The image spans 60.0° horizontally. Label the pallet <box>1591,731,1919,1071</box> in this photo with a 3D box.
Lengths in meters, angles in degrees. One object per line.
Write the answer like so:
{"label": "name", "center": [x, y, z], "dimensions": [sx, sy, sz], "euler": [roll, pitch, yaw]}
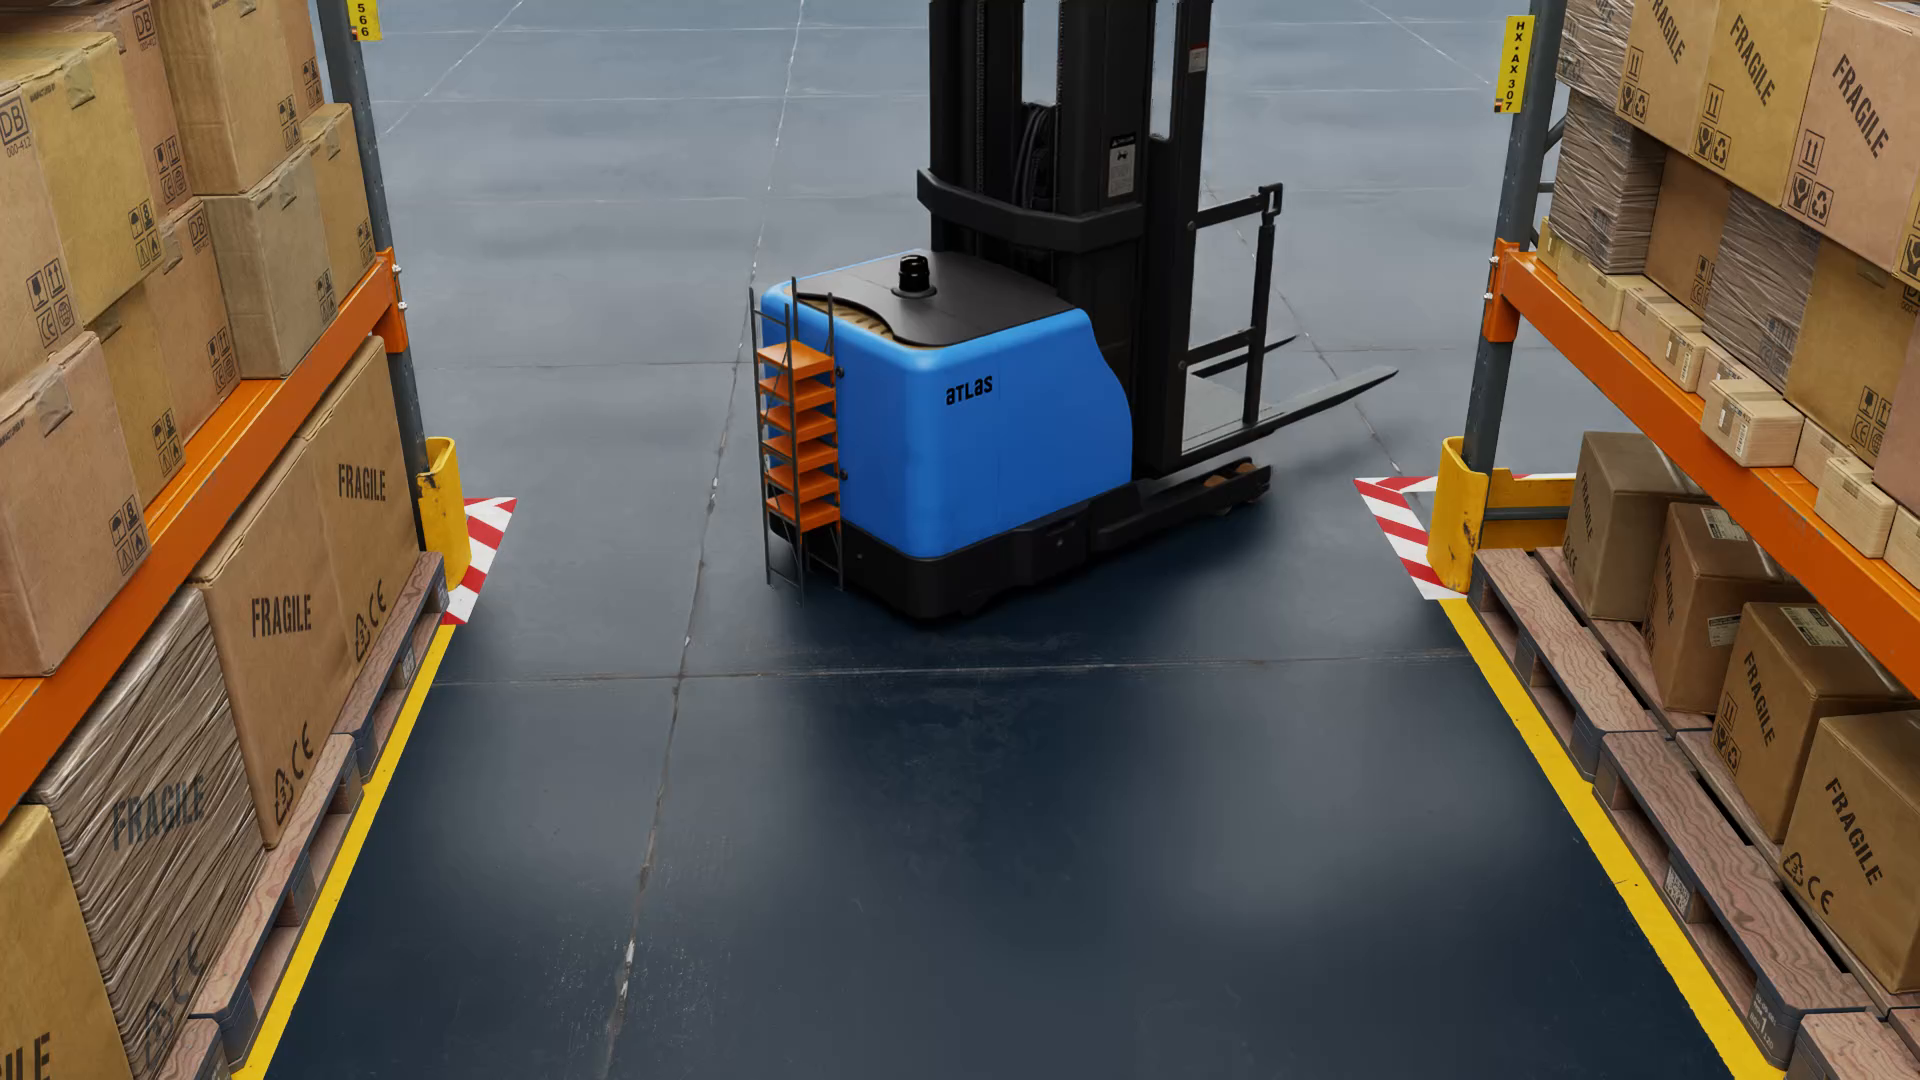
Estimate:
{"label": "pallet", "center": [2.512, 0.954, 4.692], "dimensions": [1.003, 0.211, 1.213], "euler": [-1, 28, -3]}

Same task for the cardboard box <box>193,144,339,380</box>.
{"label": "cardboard box", "center": [-2.403, -0.825, 4.926], "dimensions": [0.875, 0.550, 0.550], "euler": [-1, 28, -3]}

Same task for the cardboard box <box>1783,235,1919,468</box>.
{"label": "cardboard box", "center": [2.585, -0.486, 4.007], "dimensions": [0.875, 0.500, 0.500], "euler": [-1, 28, -3]}

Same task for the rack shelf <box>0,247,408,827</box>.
{"label": "rack shelf", "center": [-2.414, 0.061, 4.168], "dimensions": [1.077, 0.370, 4.000], "euler": [-1, 28, -3]}

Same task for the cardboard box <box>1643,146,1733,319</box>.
{"label": "cardboard box", "center": [2.587, -0.949, 4.895], "dimensions": [0.875, 0.500, 0.500], "euler": [-1, 28, -3]}

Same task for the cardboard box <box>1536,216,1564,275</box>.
{"label": "cardboard box", "center": [2.217, -1.006, 5.707], "dimensions": [0.380, 0.149, 0.250], "euler": [-1, 28, -3]}

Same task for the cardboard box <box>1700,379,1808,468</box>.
{"label": "cardboard box", "center": [2.198, -0.311, 4.375], "dimensions": [0.380, 0.149, 0.250], "euler": [-1, 28, -3]}

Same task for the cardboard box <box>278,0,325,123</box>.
{"label": "cardboard box", "center": [-2.538, -1.555, 5.158], "dimensions": [0.875, 0.550, 0.550], "euler": [-1, 28, -3]}

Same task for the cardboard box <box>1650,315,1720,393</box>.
{"label": "cardboard box", "center": [2.249, -0.544, 4.821], "dimensions": [0.380, 0.149, 0.250], "euler": [-1, 28, -3]}

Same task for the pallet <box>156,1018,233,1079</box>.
{"label": "pallet", "center": [-2.271, 1.549, 3.553], "dimensions": [1.003, 0.211, 1.213], "euler": [-1, 28, -3]}

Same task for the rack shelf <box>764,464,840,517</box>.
{"label": "rack shelf", "center": [-0.595, -0.200, 6.191], "dimensions": [0.180, 0.103, 0.258], "euler": [-21, 34, -35]}

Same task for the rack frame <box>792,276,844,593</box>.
{"label": "rack frame", "center": [-0.525, -0.373, 6.167], "dimensions": [0.006, 1.200, 0.240], "euler": [-21, 34, -35]}

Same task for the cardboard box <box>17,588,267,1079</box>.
{"label": "cardboard box", "center": [-2.323, 0.713, 3.983], "dimensions": [0.875, 0.875, 0.875], "euler": [-1, 28, -2]}

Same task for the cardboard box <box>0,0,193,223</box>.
{"label": "cardboard box", "center": [-2.523, -1.041, 4.173], "dimensions": [0.875, 0.550, 0.550], "euler": [-1, 28, -3]}

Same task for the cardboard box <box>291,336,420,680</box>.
{"label": "cardboard box", "center": [-2.417, -0.115, 5.569], "dimensions": [0.875, 0.875, 0.875], "euler": [-1, 28, -2]}

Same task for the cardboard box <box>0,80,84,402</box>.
{"label": "cardboard box", "center": [-2.330, -0.555, 3.241], "dimensions": [0.875, 0.550, 0.550], "euler": [-1, 28, -3]}

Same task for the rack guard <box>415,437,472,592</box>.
{"label": "rack guard", "center": [-2.520, -0.085, 6.372], "dimensions": [1.175, 0.500, 0.348], "euler": [-1, 28, -3]}

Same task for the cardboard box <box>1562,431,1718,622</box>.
{"label": "cardboard box", "center": [2.456, -0.044, 5.840], "dimensions": [0.500, 0.500, 0.500], "euler": [4, 28, 7]}

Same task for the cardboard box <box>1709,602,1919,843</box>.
{"label": "cardboard box", "center": [2.535, 0.521, 4.757], "dimensions": [0.500, 0.500, 0.500], "euler": [1, 28, 2]}

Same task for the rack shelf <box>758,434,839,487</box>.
{"label": "rack shelf", "center": [-0.595, -0.306, 6.135], "dimensions": [0.180, 0.103, 0.258], "euler": [-21, 34, -35]}

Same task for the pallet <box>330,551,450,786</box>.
{"label": "pallet", "center": [-2.398, 0.422, 5.713], "dimensions": [1.003, 0.211, 1.213], "euler": [-1, 28, -3]}

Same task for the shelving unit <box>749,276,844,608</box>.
{"label": "shelving unit", "center": [-0.595, -0.345, 6.115], "dimensions": [0.189, 1.200, 0.258], "euler": [-21, 34, -35]}

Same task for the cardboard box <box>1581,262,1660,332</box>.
{"label": "cardboard box", "center": [2.209, -0.775, 5.263], "dimensions": [0.380, 0.149, 0.250], "euler": [-1, 28, -3]}

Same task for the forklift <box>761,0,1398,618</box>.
{"label": "forklift", "center": [0.686, -1.567, 6.585], "dimensions": [3.031, 2.935, 1.130], "euler": [-21, 34, -35]}

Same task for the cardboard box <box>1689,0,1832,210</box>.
{"label": "cardboard box", "center": [2.243, -1.152, 4.204], "dimensions": [0.500, 0.500, 0.500], "euler": [-1, 28, -3]}

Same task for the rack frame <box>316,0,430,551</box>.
{"label": "rack frame", "center": [-2.518, -1.182, 5.773], "dimensions": [1.000, 3.000, 0.127], "euler": [-1, 28, -3]}

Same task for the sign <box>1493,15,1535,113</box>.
{"label": "sign", "center": [1.898, -1.626, 5.687], "dimensions": [0.100, 0.325, 0.005], "euler": [-1, 28, -3]}

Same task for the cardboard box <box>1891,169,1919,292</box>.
{"label": "cardboard box", "center": [2.298, -0.690, 3.319], "dimensions": [0.500, 0.500, 0.500], "euler": [-1, 28, -3]}

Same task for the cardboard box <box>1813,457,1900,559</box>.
{"label": "cardboard box", "center": [2.281, -0.082, 3.935], "dimensions": [0.380, 0.149, 0.250], "euler": [-1, 28, -3]}

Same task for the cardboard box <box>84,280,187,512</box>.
{"label": "cardboard box", "center": [-2.430, -0.319, 3.956], "dimensions": [0.875, 0.550, 0.500], "euler": [-1, 28, -3]}

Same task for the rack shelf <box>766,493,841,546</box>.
{"label": "rack shelf", "center": [-0.595, -0.093, 6.246], "dimensions": [0.180, 0.103, 0.258], "euler": [-21, 34, -35]}

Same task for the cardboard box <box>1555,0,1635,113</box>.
{"label": "cardboard box", "center": [2.197, -1.614, 5.090], "dimensions": [0.500, 0.500, 0.500], "euler": [-1, 28, -3]}
